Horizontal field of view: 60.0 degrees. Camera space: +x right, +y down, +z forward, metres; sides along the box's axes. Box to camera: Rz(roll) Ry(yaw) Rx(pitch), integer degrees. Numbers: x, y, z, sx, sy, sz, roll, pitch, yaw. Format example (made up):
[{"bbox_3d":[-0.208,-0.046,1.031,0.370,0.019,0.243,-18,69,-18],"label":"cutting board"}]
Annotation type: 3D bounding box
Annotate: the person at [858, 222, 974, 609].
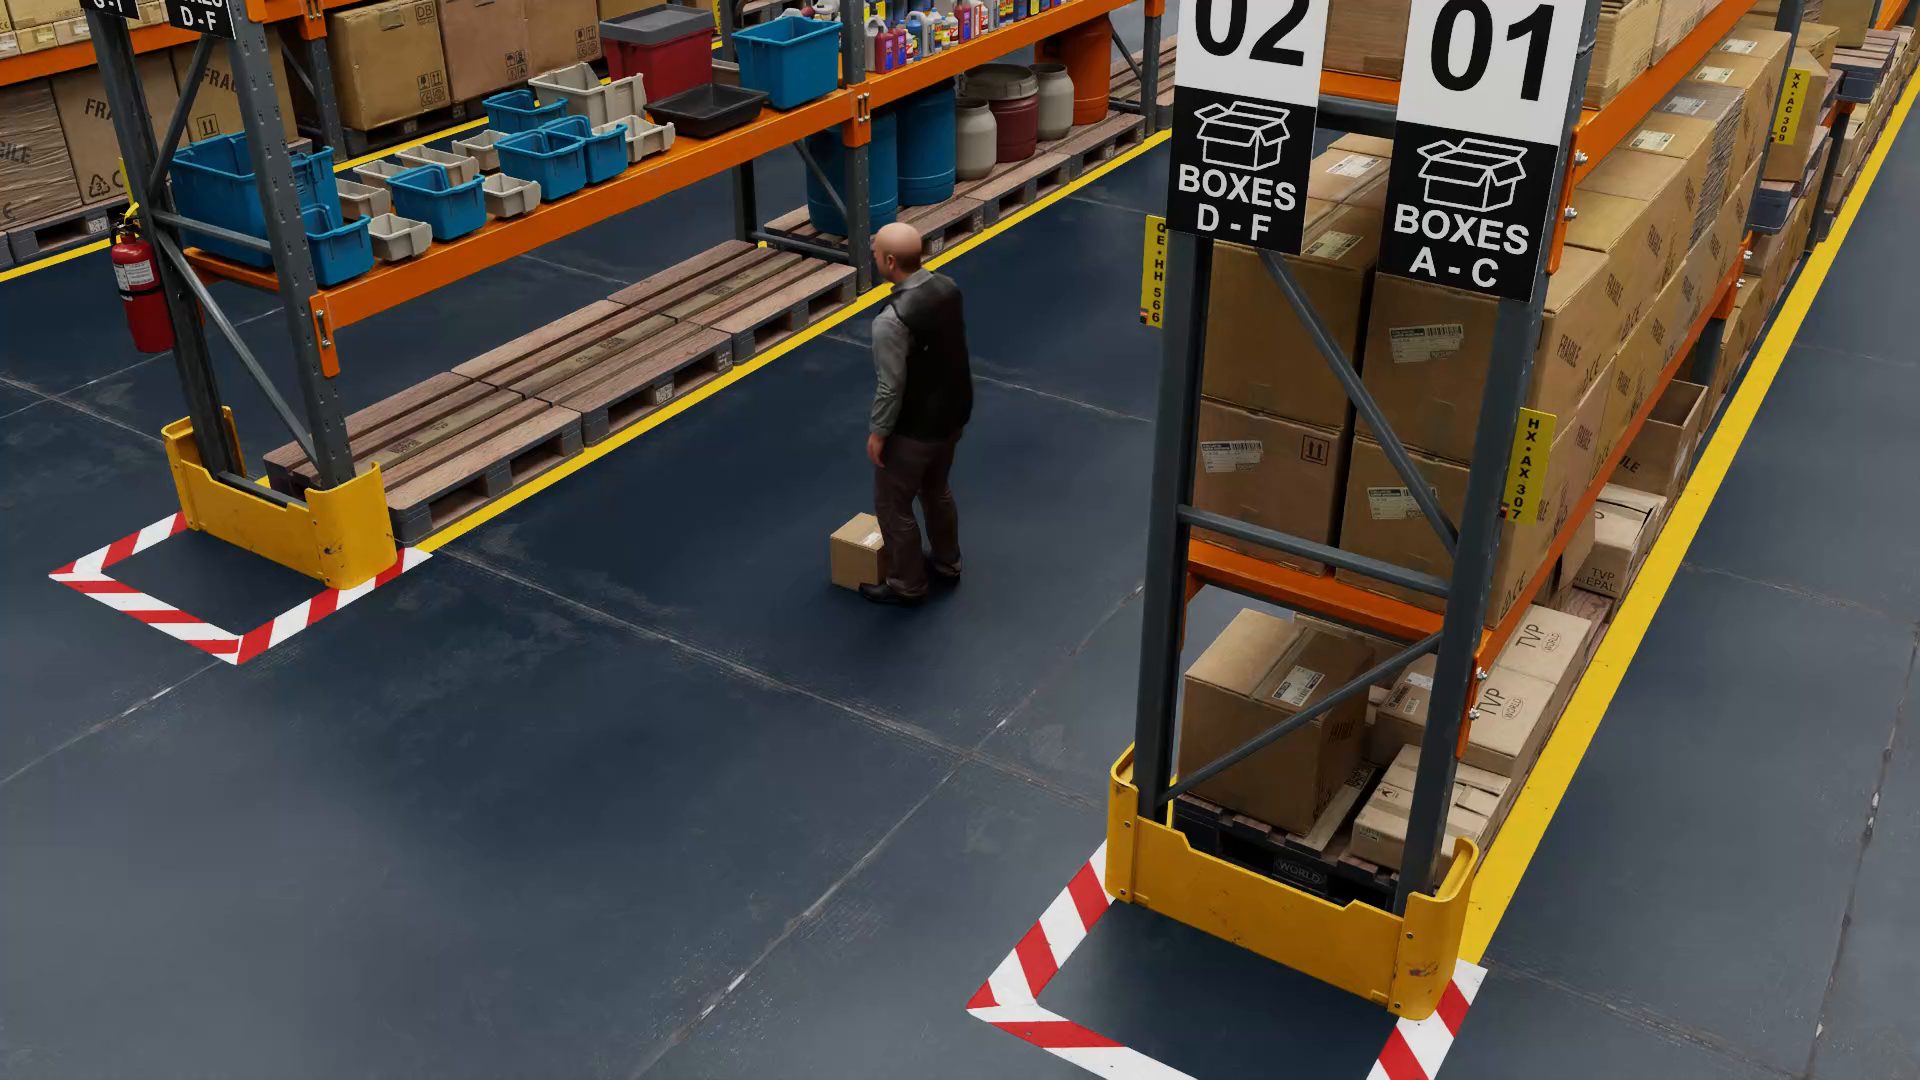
[{"bbox_3d":[-0.206,-0.511,7.030,0.412,1.722,0.580,18,35,28],"label":"person"}]
